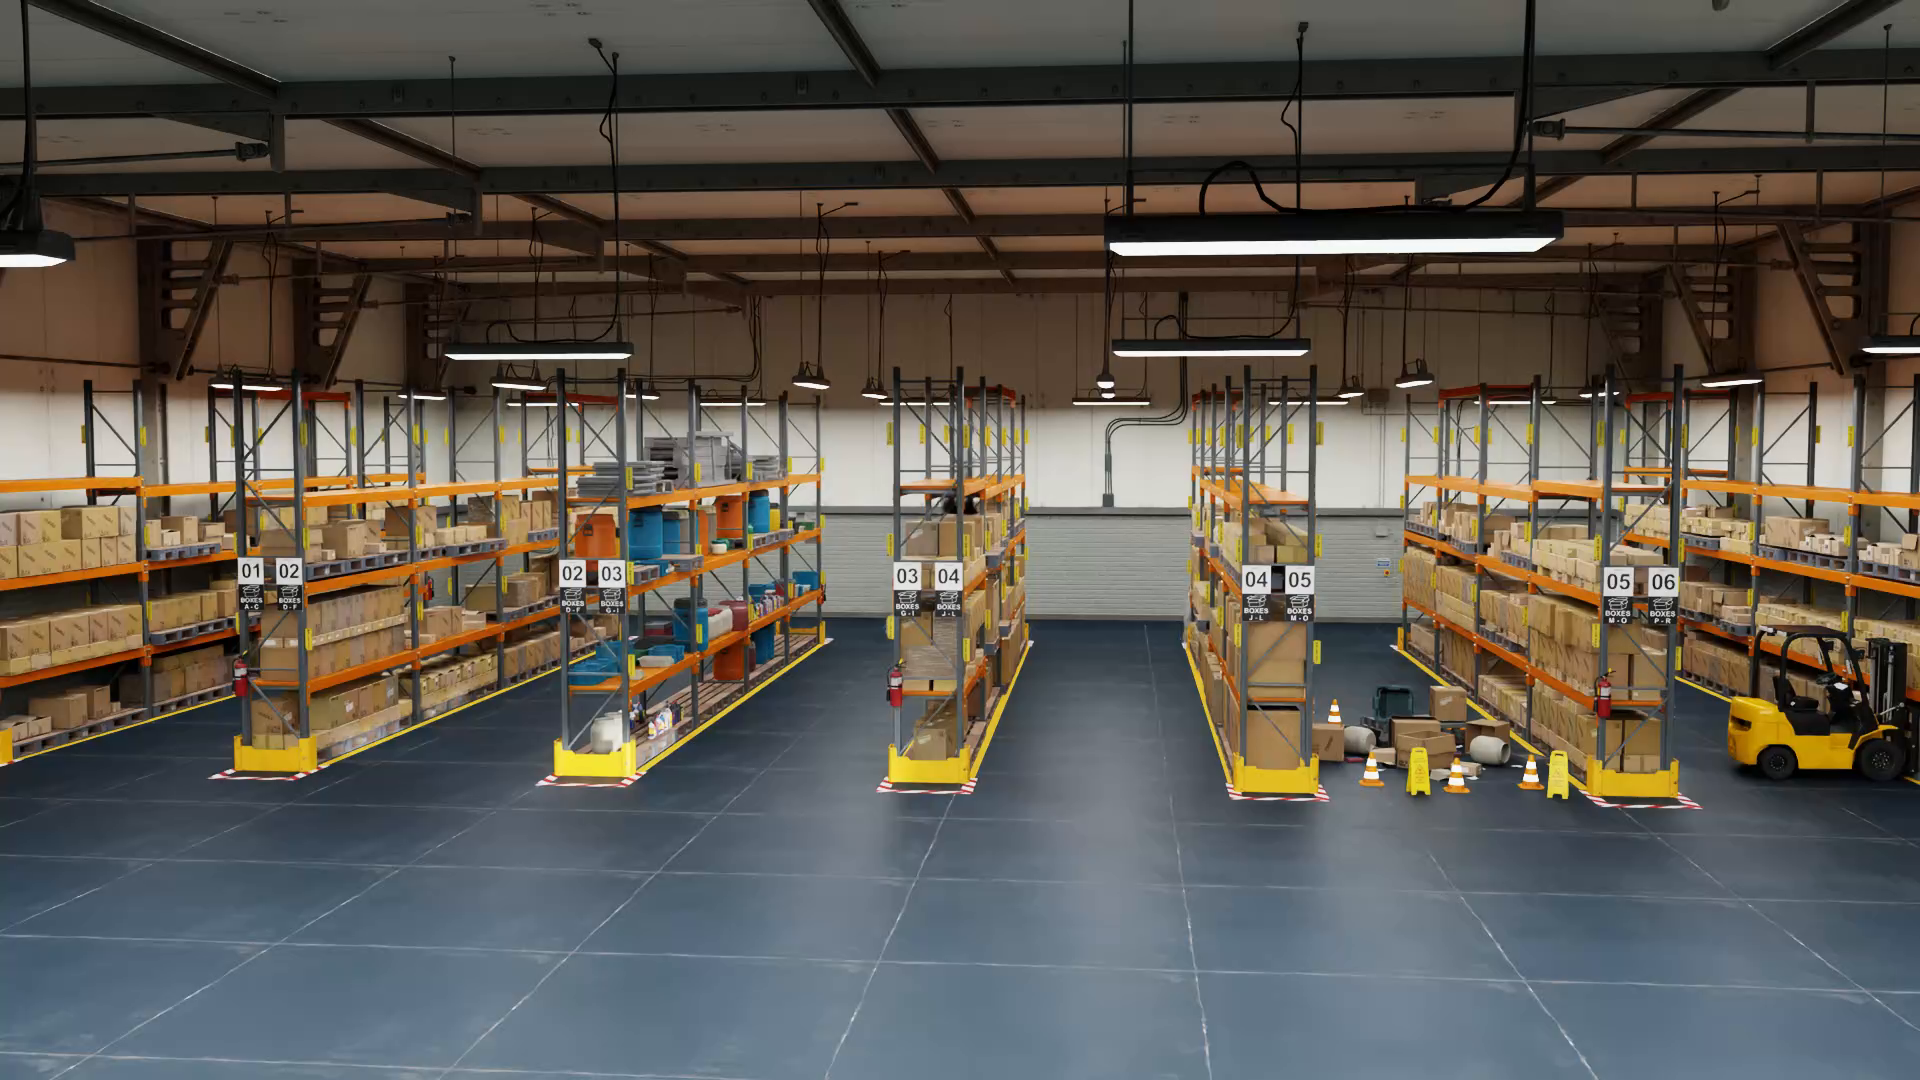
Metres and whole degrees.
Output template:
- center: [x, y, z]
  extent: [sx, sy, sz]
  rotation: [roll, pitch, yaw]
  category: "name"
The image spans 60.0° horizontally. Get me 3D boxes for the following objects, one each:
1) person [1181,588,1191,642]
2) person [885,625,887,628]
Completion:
- center: [5.842, 1.662, 40.664]
  extent: [0.799, 1.711, 0.590]
  rotation: [-2, 4, -27]
  category: "person"
- center: [-1.359, 1.545, 41.751]
  extent: [0.994, 1.732, 0.702]
  rotation: [1, 4, 17]
  category: "person"
